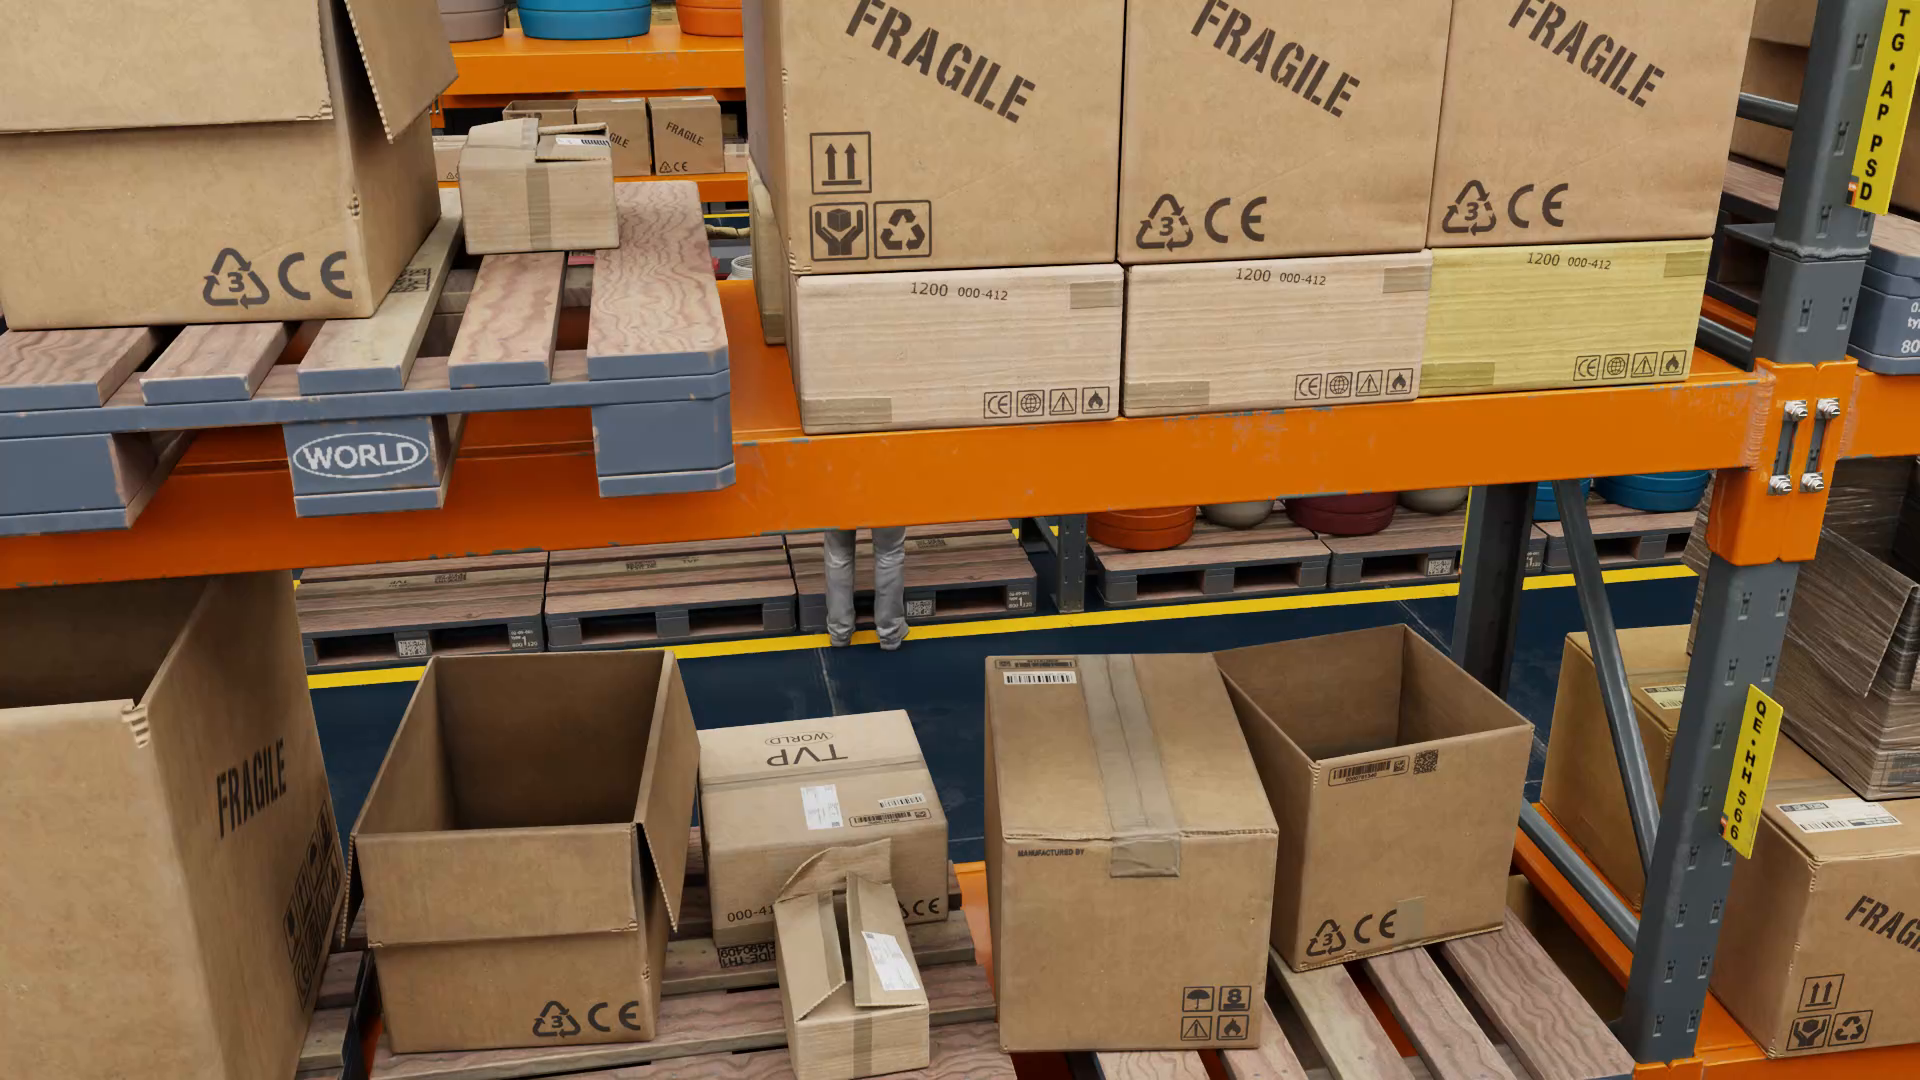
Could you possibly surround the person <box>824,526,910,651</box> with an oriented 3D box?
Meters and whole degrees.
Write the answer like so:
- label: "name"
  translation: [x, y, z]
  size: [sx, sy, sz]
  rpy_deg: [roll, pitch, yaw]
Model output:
- label: "person"
  translation: [-0.466, -0.355, 7.904]
  size: [0.494, 1.762, 0.560]
  rpy_deg: [3, 23, 7]
